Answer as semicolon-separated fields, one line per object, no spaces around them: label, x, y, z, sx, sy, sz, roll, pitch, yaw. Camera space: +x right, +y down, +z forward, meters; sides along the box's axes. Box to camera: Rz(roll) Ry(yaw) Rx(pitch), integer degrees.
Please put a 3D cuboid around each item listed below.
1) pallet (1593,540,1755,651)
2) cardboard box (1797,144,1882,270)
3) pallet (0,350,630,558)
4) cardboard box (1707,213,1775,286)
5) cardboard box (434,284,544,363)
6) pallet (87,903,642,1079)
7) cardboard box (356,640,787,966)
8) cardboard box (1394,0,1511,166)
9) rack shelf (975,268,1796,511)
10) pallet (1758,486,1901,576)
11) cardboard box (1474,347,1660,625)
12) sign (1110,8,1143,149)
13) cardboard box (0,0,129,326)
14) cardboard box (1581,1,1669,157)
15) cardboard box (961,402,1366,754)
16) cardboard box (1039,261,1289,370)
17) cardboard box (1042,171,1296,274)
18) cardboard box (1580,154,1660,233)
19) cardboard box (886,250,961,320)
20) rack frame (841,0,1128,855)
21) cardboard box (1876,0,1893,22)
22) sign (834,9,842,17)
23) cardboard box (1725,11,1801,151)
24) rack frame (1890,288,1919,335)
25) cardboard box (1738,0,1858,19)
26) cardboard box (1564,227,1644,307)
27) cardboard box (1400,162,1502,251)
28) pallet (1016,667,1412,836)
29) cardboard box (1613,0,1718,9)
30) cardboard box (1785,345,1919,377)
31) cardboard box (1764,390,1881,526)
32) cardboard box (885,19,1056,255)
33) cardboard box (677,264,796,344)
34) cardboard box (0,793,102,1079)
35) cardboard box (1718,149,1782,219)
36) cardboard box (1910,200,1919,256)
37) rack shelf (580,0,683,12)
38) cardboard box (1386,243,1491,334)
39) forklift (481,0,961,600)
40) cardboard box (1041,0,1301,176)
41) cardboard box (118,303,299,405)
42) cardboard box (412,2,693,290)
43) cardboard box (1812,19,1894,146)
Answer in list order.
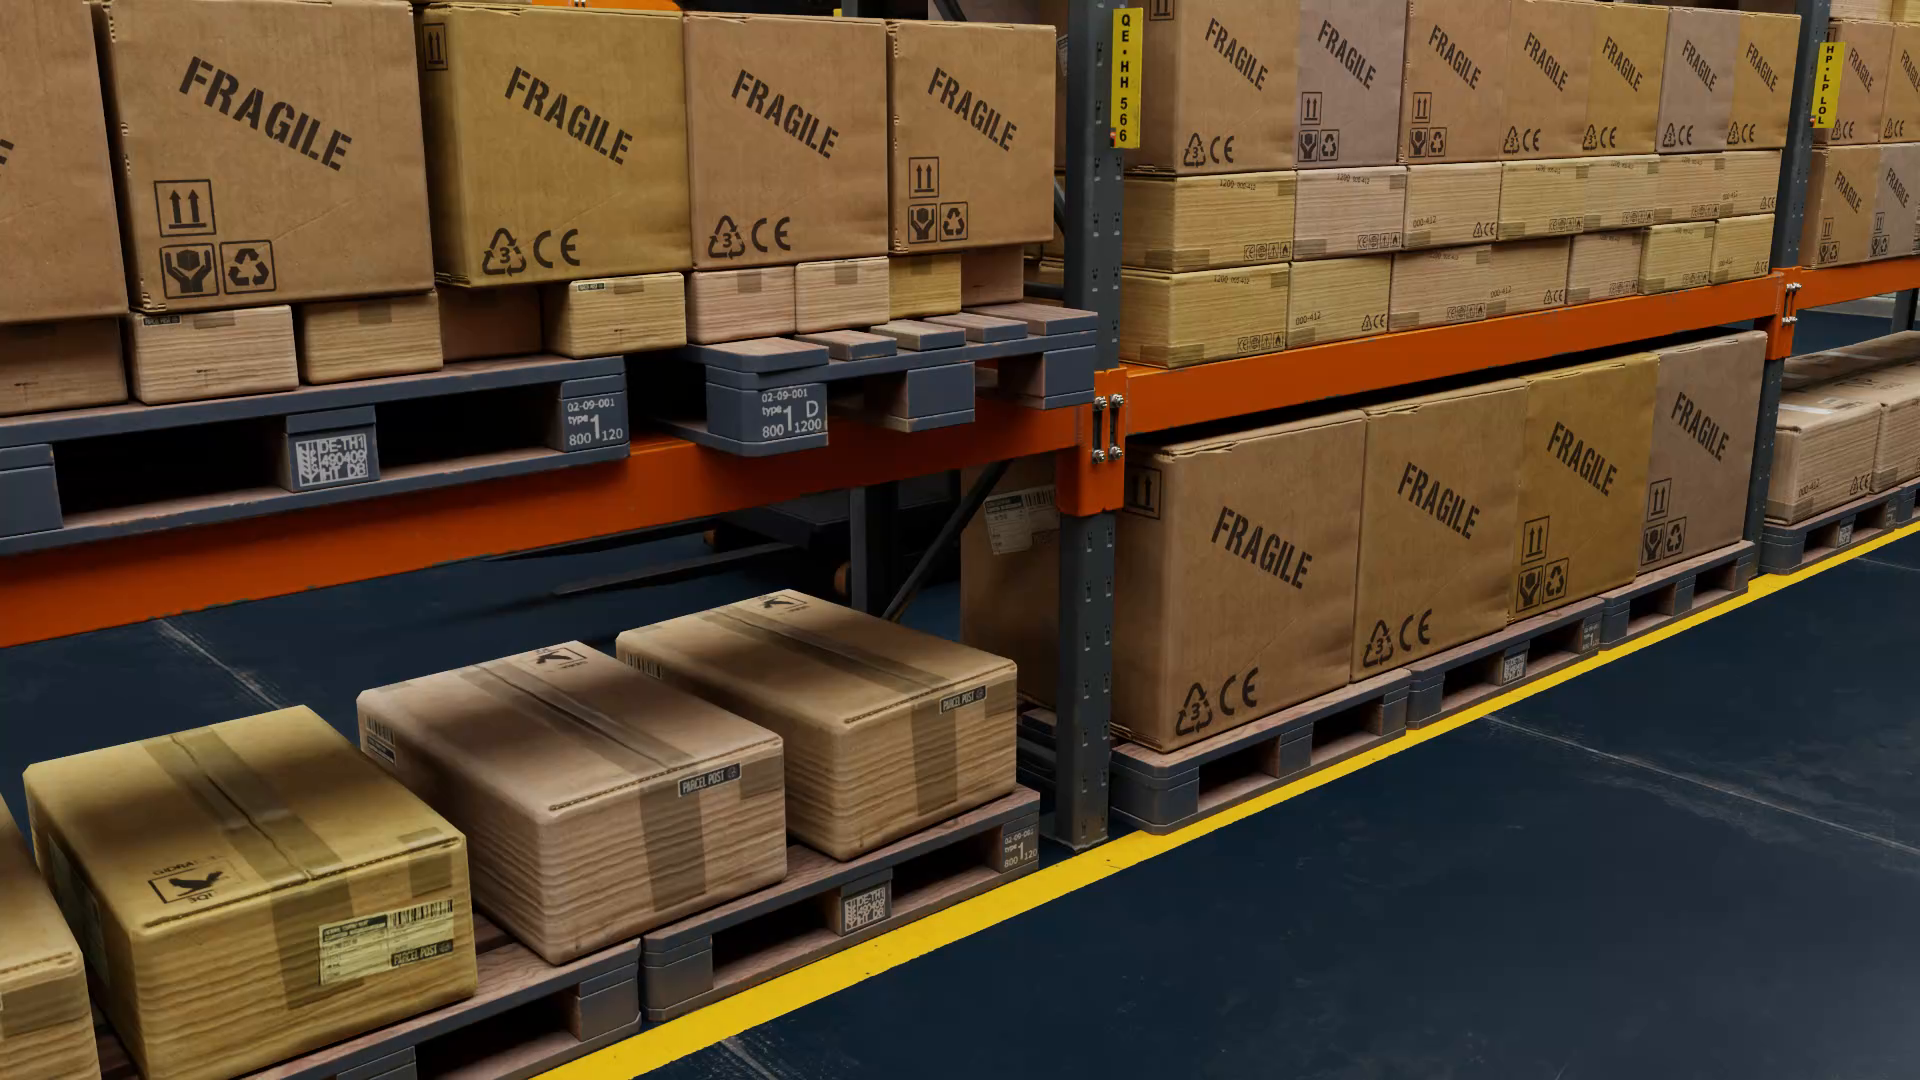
pallet;2.521;0.117;6.904;1.213;0.211;1.003;-13;19;-39
cardboard box;3.580;-1.453;7.182;0.500;0.500;0.500;-12;19;-38
pallet;-1.430;-0.262;3.291;1.213;0.211;1.003;-13;19;-39
cardboard box;2.881;-1.178;6.640;0.500;0.250;0.500;-13;20;-41
cardboard box;-1.038;-0.459;3.329;0.250;0.149;0.380;-12;19;-39
pallet;-1.474;0.987;3.647;1.213;0.211;1.003;-13;19;-39
cardboard box;-0.948;0.589;4.012;0.625;0.372;0.950;-13;20;-40
cardboard box;1.337;-1.436;5.183;0.500;0.500;0.500;-12;19;-38
rack shelf;1.545;-0.690;5.913;4.000;0.370;1.077;-13;19;-39
pallet;3.679;-0.142;7.874;1.213;0.211;1.003;-13;19;-39
cardboard box;1.963;-0.277;6.278;0.875;0.875;0.875;-12;19;-38
sign;0.400;-1.115;4.023;0.005;0.325;0.100;-13;19;-39
cardboard box;-1.680;-0.605;2.619;0.500;0.500;0.500;-13;20;-40
cardboard box;2.101;-1.612;5.839;0.500;0.500;0.500;-12;19;-38
cardboard box;0.612;0.025;5.149;0.875;0.875;0.875;-13;20;-40
cardboard box;0.571;-0.660;4.698;0.500;0.250;0.500;-13;20;-40
cardboard box;0.581;-0.905;4.648;0.500;0.250;0.500;-13;20;-40
cardboard box;2.122;-1.248;5.931;0.500;0.250;0.500;-12;19;-38
cardboard box;-0.211;-0.619;3.928;0.250;0.149;0.380;-12;19;-39
rack frame;0.037;-0.698;4.552;0.127;3.000;1.000;-13;19;-39
cardboard box;3.811;-2.322;7.241;0.250;0.149;0.380;-13;20;-40
sign;-0.330;-1.365;4.805;0.005;0.325;0.100;-13;19;-39
cardboard box;2.882;-1.783;6.480;0.500;0.500;0.500;-12;19;-38
rack frame;6.072;-2.053;9.625;0.127;3.000;1.000;-13;19;-39
cardboard box;3.463;-2.224;6.874;0.250;0.149;0.380;-13;20;-40
cardboard box;2.103;-1.011;6.011;0.500;0.250;0.500;-13;20;-41
cardboard box;1.356;-1.074;5.282;0.500;0.250;0.500;-13;20;-40
pallet;0.681;0.530;5.357;1.213;0.211;1.003;-13;19;-39
cardboard box;3.077;-2.335;7.290;0.250;0.149;0.380;-13;20;-40
cardboard box;4.955;-0.731;8.824;0.875;0.438;0.875;-12;19;-38
cardboard box;3.598;-0.426;7.685;0.875;0.438;0.875;-13;20;-40
cardboard box;-0.124;-0.962;3.955;0.500;0.500;0.500;-13;20;-41
cardboard box;-0.567;-0.526;3.581;0.250;0.149;0.380;-14;20;-42
cardboard box;-2.047;0.834;3.093;0.625;0.372;0.950;-11;19;-36
cardboard box;2.881;-1.423;6.586;0.500;0.250;0.500;-13;20;-39
cardboard box;4.342;-1.620;7.809;0.500;0.500;0.500;-12;19;-39
rack shelf;-1.942;-4.746;15.285;4.000;0.370;1.077;-13;19;-39
cardboard box;1.346;-0.838;5.365;0.500;0.250;0.500;-12;19;-38
forklift;-0.538;-1.316;6.999;3.031;2.935;1.130;-12;19;-38
cardboard box;0.569;-1.266;4.544;0.500;0.500;0.500;-14;20;-41
cardboard box;-1.355;-0.350;2.920;0.250;0.149;0.380;-12;19;-37
cardboard box;-0.887;-0.787;3.298;0.500;0.500;0.500;-14;21;-43
cardboard box;3.572;-1.941;7.072;0.500;0.500;0.500;-12;19;-39
